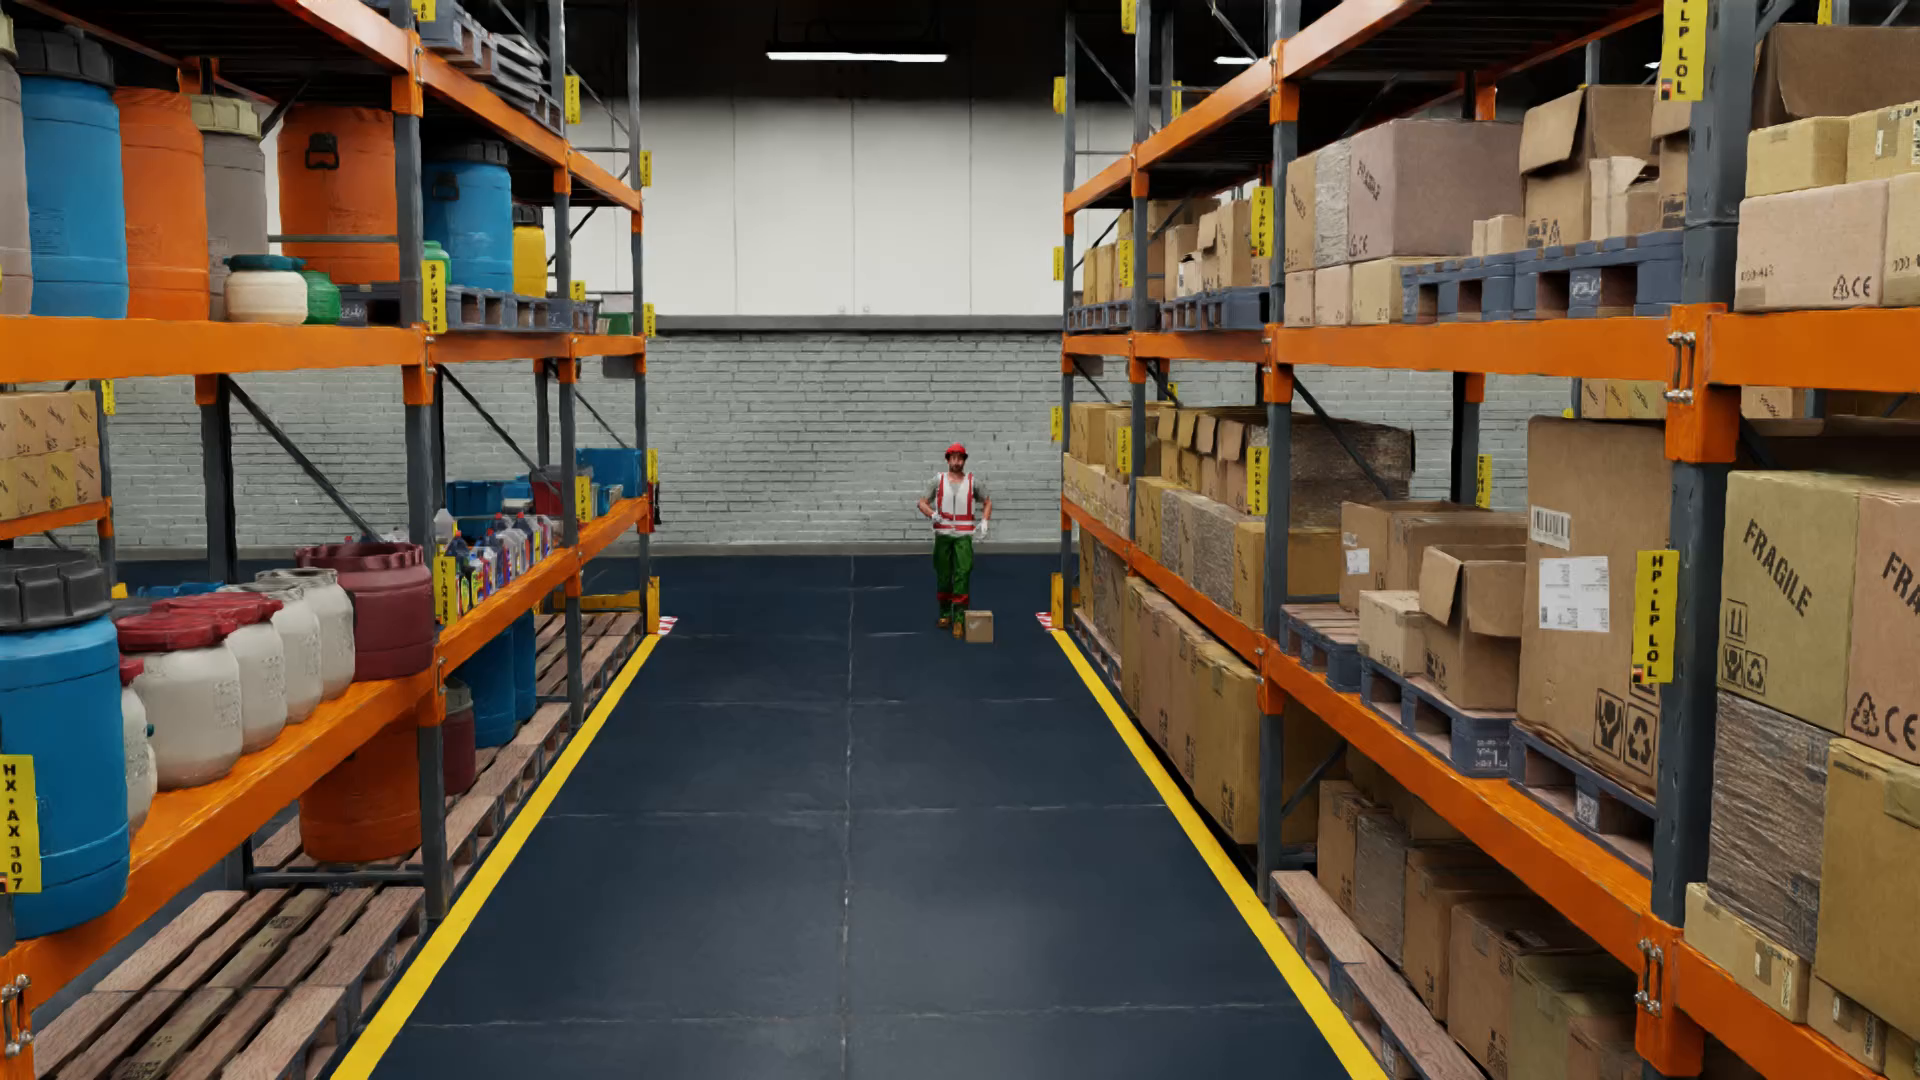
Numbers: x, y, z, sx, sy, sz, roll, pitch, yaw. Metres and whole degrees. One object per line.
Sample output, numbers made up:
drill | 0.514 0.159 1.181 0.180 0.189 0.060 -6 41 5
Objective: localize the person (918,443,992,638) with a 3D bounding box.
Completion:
person | -0.055 -0.012 15.772 0.709 1.797 0.710 0 7 2
